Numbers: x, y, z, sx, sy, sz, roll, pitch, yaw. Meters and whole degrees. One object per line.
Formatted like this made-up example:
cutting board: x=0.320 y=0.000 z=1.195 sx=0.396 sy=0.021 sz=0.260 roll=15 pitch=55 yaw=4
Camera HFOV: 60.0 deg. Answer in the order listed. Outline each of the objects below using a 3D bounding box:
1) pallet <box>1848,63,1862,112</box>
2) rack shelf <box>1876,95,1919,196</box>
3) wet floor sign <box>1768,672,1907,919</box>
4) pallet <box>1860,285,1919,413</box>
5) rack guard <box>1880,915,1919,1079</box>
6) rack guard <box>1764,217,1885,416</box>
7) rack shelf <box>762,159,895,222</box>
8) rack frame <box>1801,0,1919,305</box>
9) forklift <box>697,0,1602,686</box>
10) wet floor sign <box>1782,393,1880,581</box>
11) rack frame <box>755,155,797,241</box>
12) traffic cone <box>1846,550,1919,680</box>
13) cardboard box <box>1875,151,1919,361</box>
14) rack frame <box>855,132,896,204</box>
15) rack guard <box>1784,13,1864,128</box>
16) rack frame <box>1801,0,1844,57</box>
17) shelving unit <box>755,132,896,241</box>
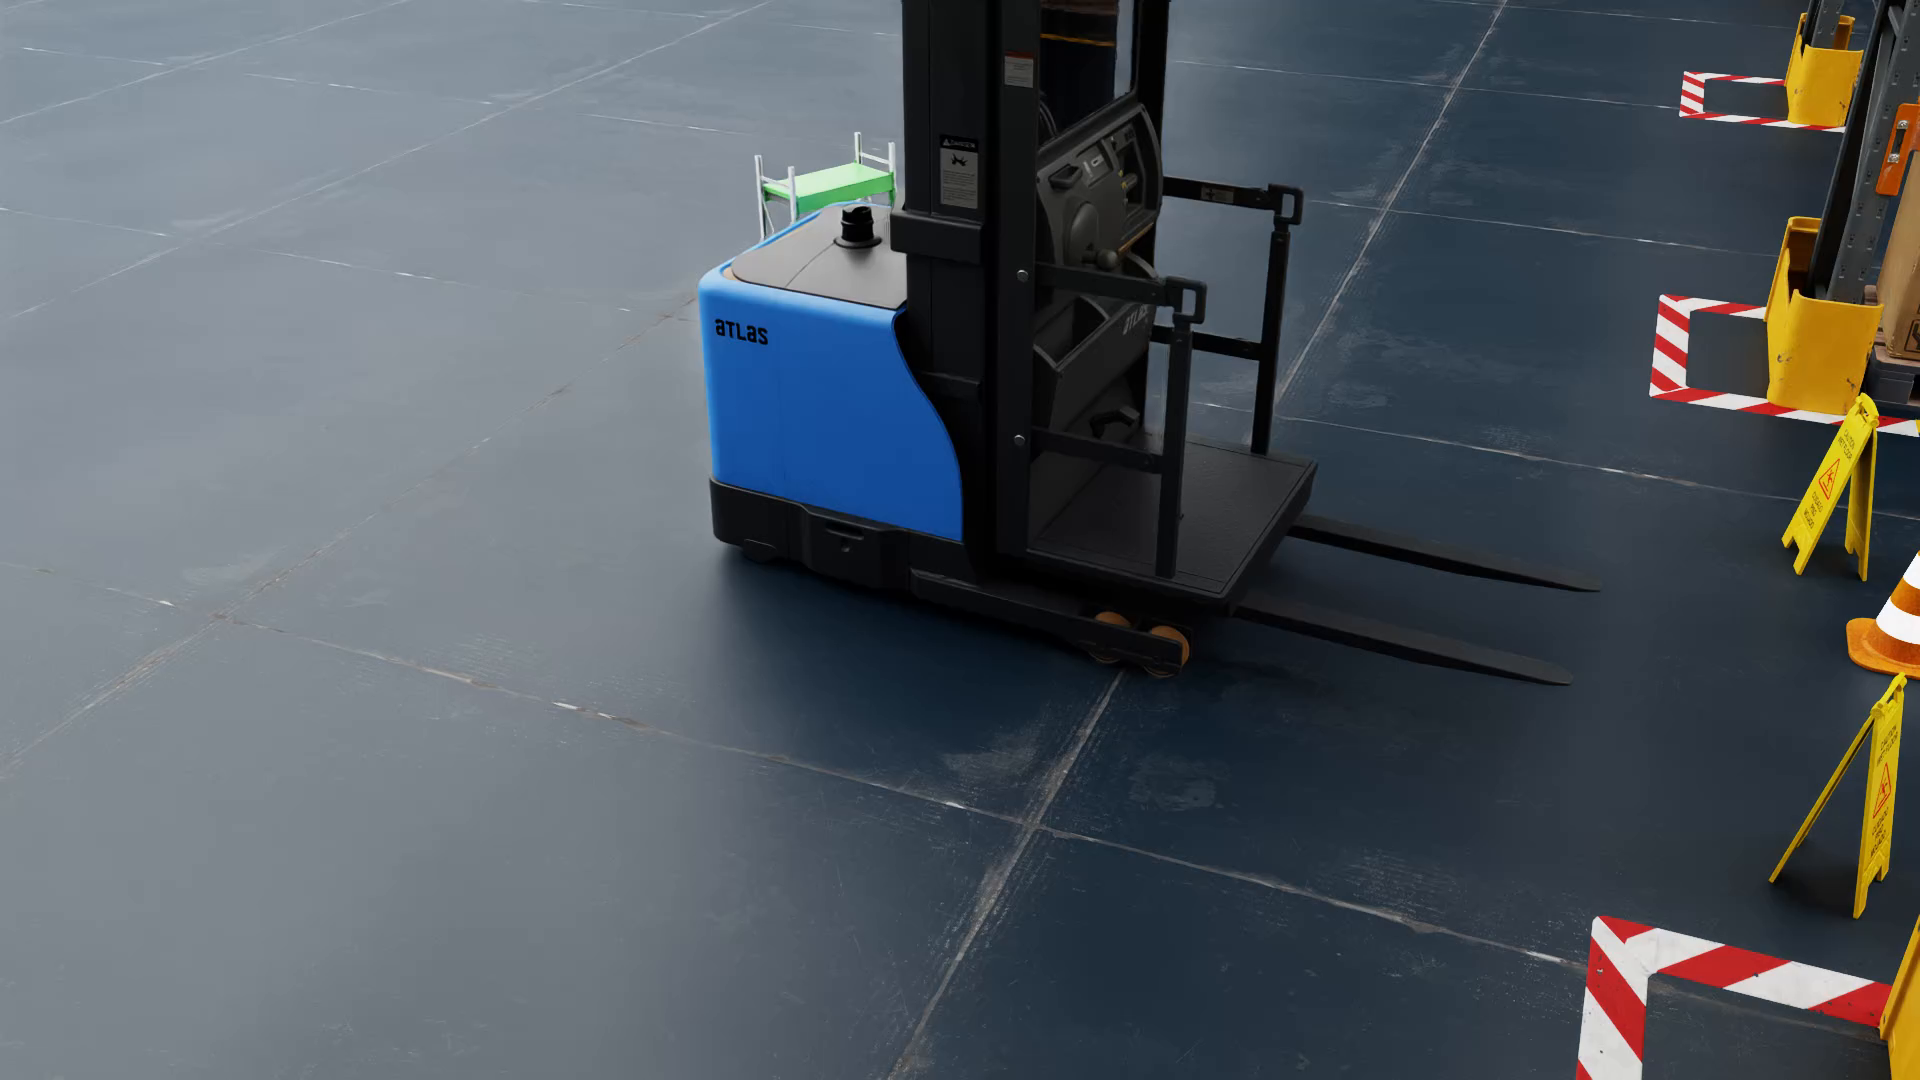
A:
pallet: x=6.714 y=-2.976 z=11.301 sx=1.213 sy=0.211 sz=1.003 roll=11 pitch=31 yaw=19
rack shelf: x=5.799 y=-1.445 z=6.489 sx=4.000 sy=0.370 sz=1.077 roll=11 pitch=31 yaw=19
wet floor sign: x=2.404 y=0.650 z=4.445 sx=0.232 sy=0.644 sz=0.267 roll=24 pitch=37 yaw=36
pallet: x=4.716 y=-0.802 z=7.454 sx=1.213 sy=0.211 sz=1.003 roll=11 pitch=31 yaw=19
rack guard: x=2.249 y=1.250 z=3.530 sx=0.348 sy=0.500 sz=1.175 roll=11 pitch=31 yaw=19
rack guard: x=3.923 y=-1.044 z=7.589 sx=0.348 sy=0.500 sz=1.175 roll=11 pitch=31 yaw=19
rack shelf: x=-0.523 y=-1.368 z=6.598 sx=0.480 sy=0.148 sz=0.258 roll=-23 pitch=35 yaw=-35
rack frame: x=3.946 y=-2.128 z=6.966 sx=0.127 sy=3.000 sz=1.000 roll=11 pitch=31 yaw=19
forklift: x=0.638 y=-1.124 z=5.260 sx=3.031 sy=2.935 sz=1.130 roll=14 pitch=32 yaw=23
wet floor sign: x=3.174 y=-0.206 z=5.958 sx=0.232 sy=0.644 sz=0.267 roll=6 pitch=30 yaw=11
rack frame: x=-0.700 y=-0.923 z=6.655 sx=0.015 sy=1.200 sz=0.240 roll=-23 pitch=35 yaw=-35
traffic cone: x=3.164 y=0.175 z=5.471 sx=0.334 sy=0.463 sz=0.336 roll=11 pitch=31 yaw=19
cardboard box: x=4.599 y=-1.290 z=7.217 sx=0.875 sy=0.875 sz=0.875 roll=11 pitch=31 yaw=19
rack frame: x=-0.331 y=-1.080 z=6.934 sx=0.015 sy=1.200 sz=0.240 roll=-23 pitch=35 yaw=-35
rack guard: x=5.974 y=-3.268 z=11.525 sx=0.348 sy=0.500 sz=1.175 roll=11 pitch=31 yaw=19
rack frame: x=5.904 y=-4.371 z=10.934 sx=0.127 sy=3.000 sz=1.000 roll=11 pitch=31 yaw=19
shelving unit: x=-0.516 y=-1.001 z=6.794 sx=0.503 sy=1.200 sz=0.258 roll=-23 pitch=35 yaw=-35
